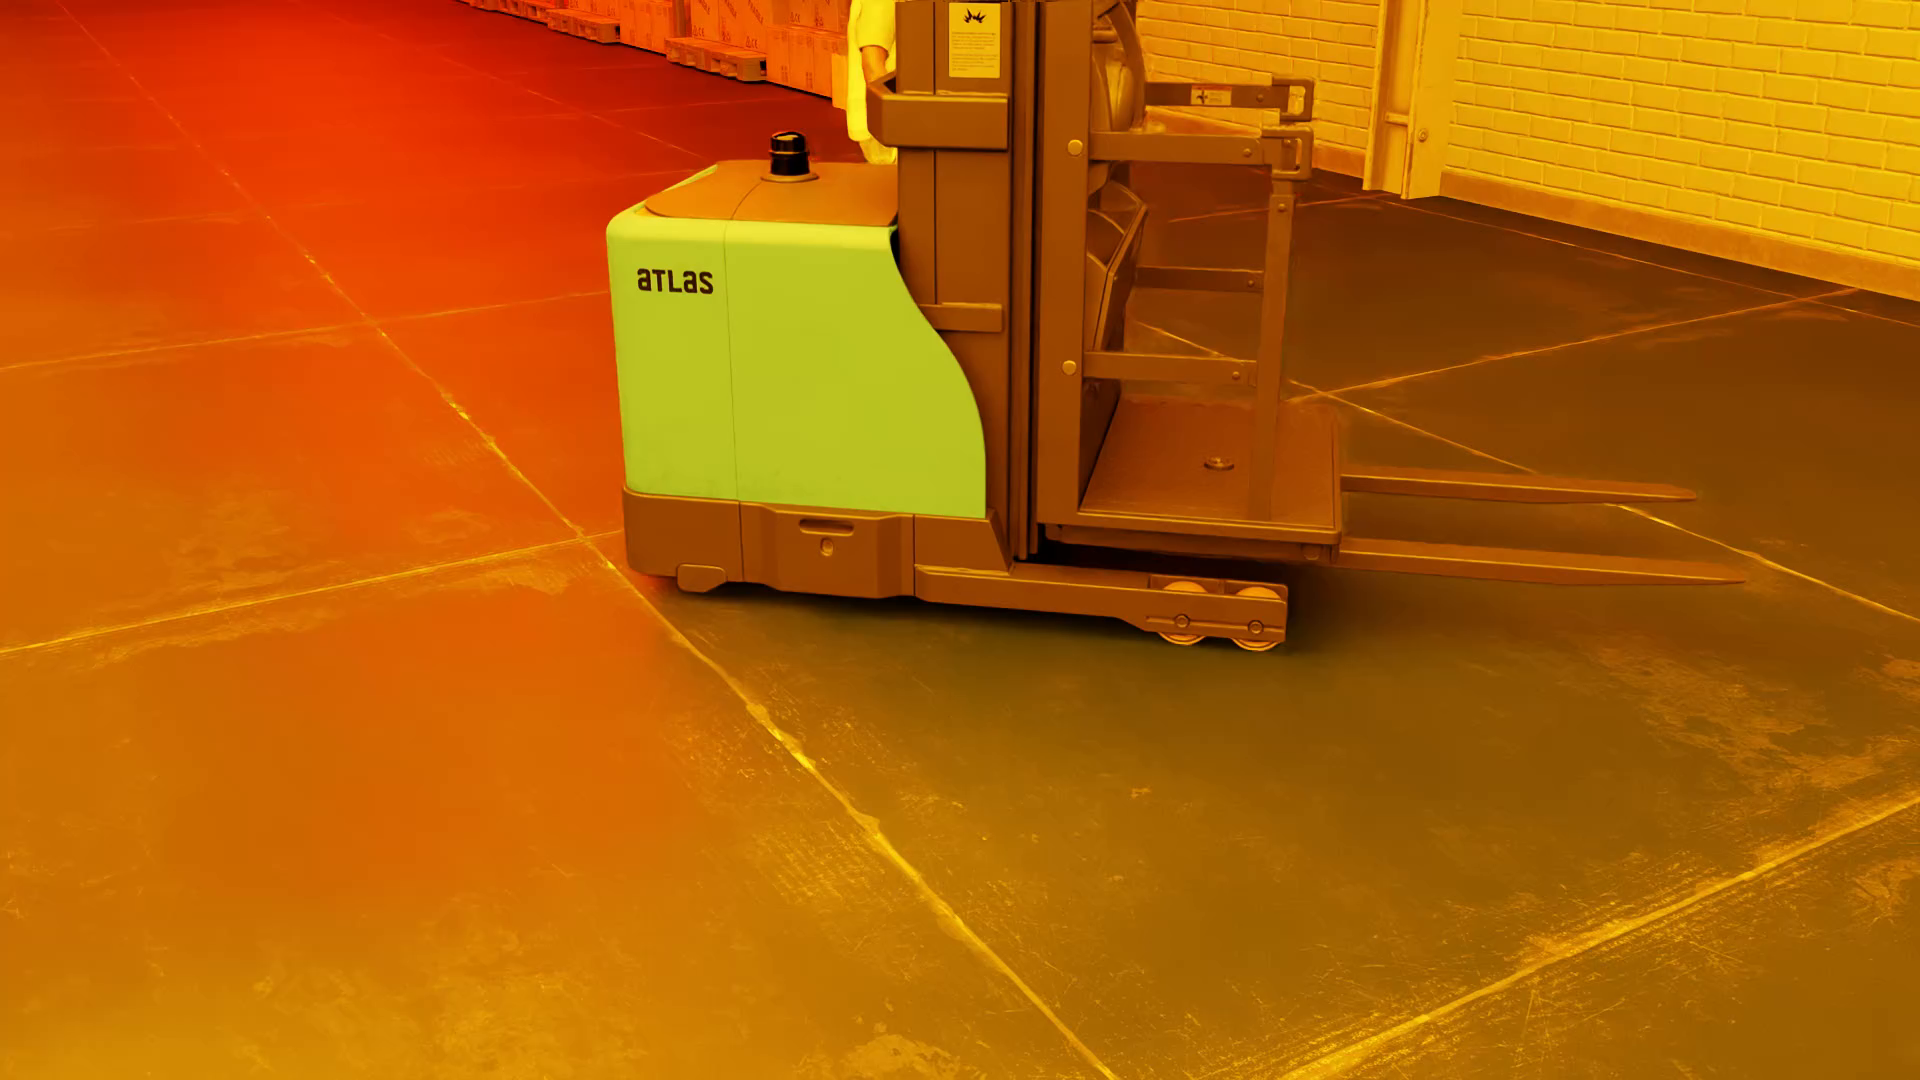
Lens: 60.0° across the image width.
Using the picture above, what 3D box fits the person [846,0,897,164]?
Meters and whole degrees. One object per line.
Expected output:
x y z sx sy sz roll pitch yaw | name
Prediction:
-0.227 -1.724 7.011 0.492 1.768 0.753 -3 22 -7 | person

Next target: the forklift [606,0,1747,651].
0.611 -1.281 4.395 3.031 2.935 1.130 4 23 10 | forklift
